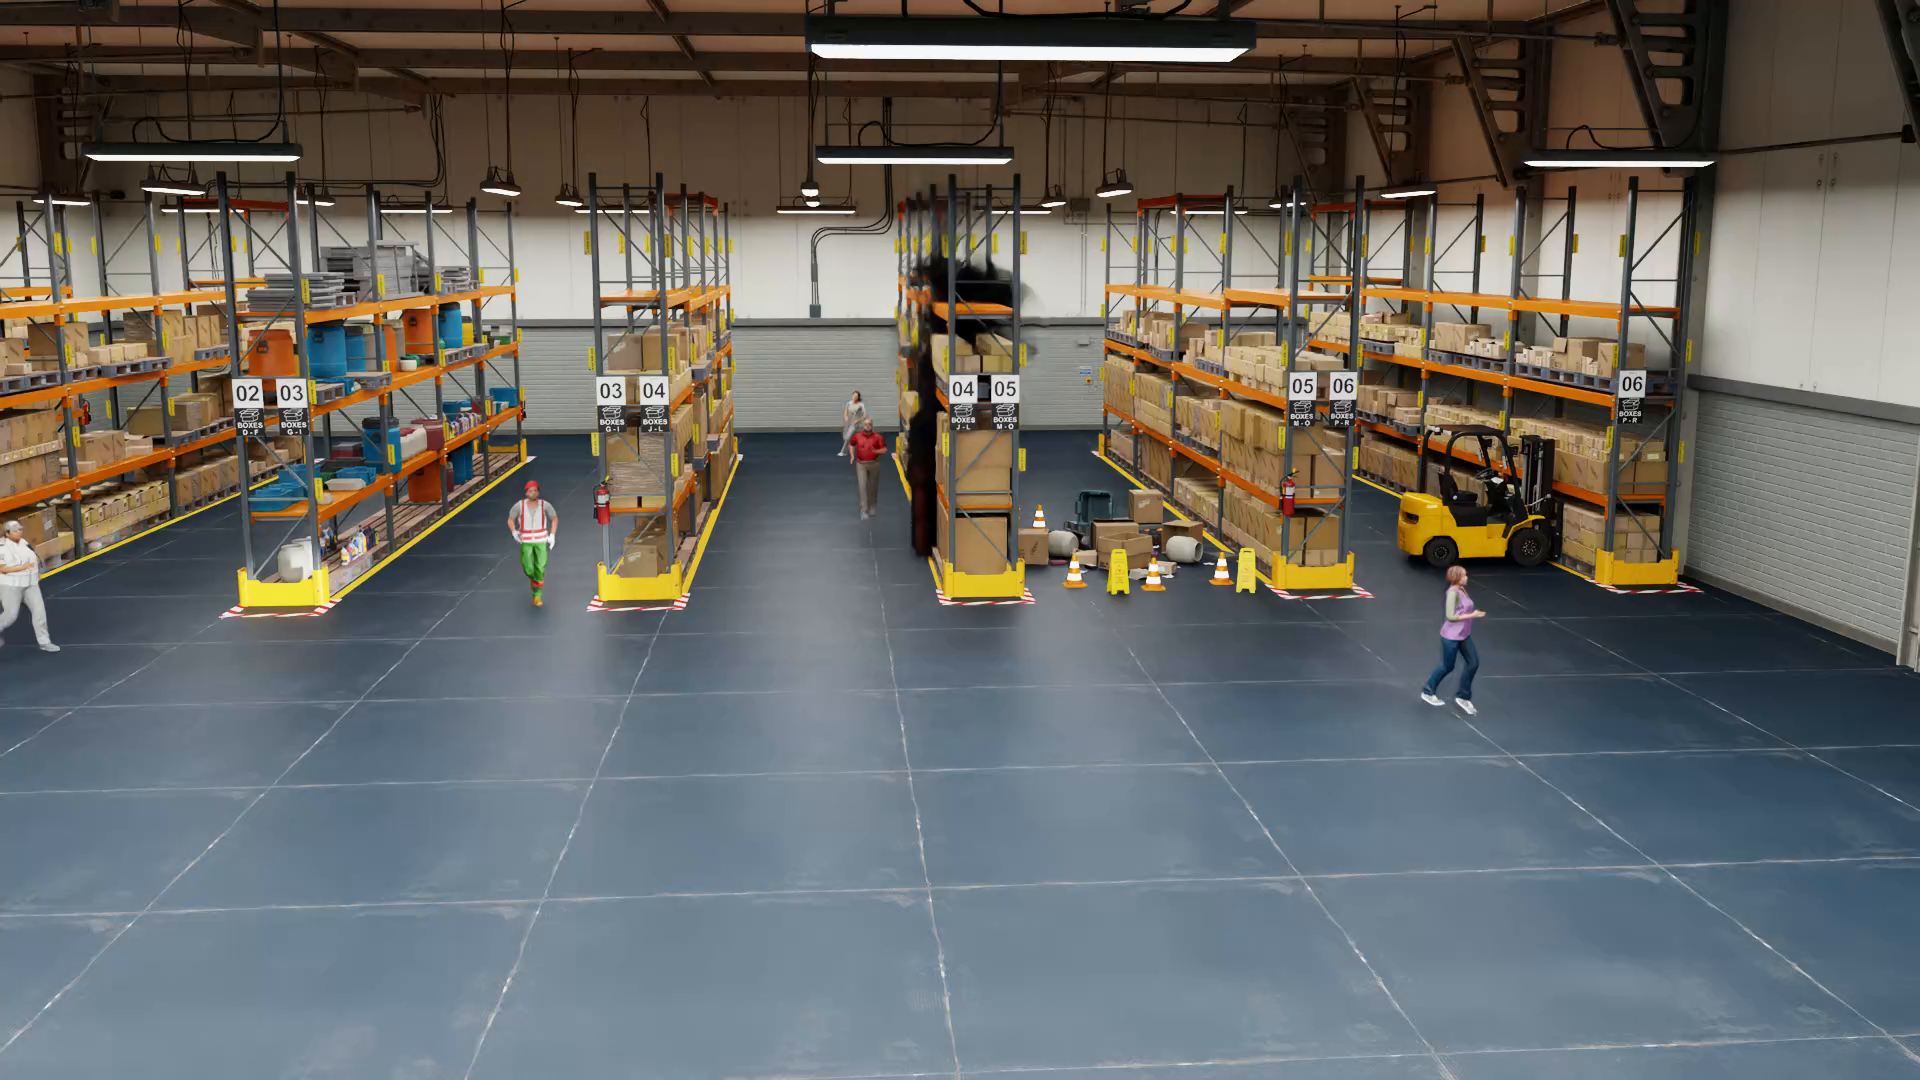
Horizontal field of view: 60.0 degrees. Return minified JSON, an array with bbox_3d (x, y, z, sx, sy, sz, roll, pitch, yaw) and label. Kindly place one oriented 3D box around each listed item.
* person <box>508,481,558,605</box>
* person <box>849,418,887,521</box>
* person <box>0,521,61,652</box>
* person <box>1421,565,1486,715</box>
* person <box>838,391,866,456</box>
[{"bbox_3d":[-6.048,0.024,23.596,0.694,1.751,0.575,-2,10,-12],"label":"person"},{"bbox_3d":[-1.602,-1.237,29.047,0.661,1.768,0.899,-1,10,-5],"label":"person"},{"bbox_3d":[-11.658,0.567,20.602,0.944,1.636,0.614,3,11,18],"label":"person"},{"bbox_3d":[5.352,1.077,17.971,0.677,1.635,0.516,8,13,40],"label":"person"},{"bbox_3d":[-2.530,-2.821,40.117,0.649,1.580,0.676,5,11,28],"label":"person"}]
